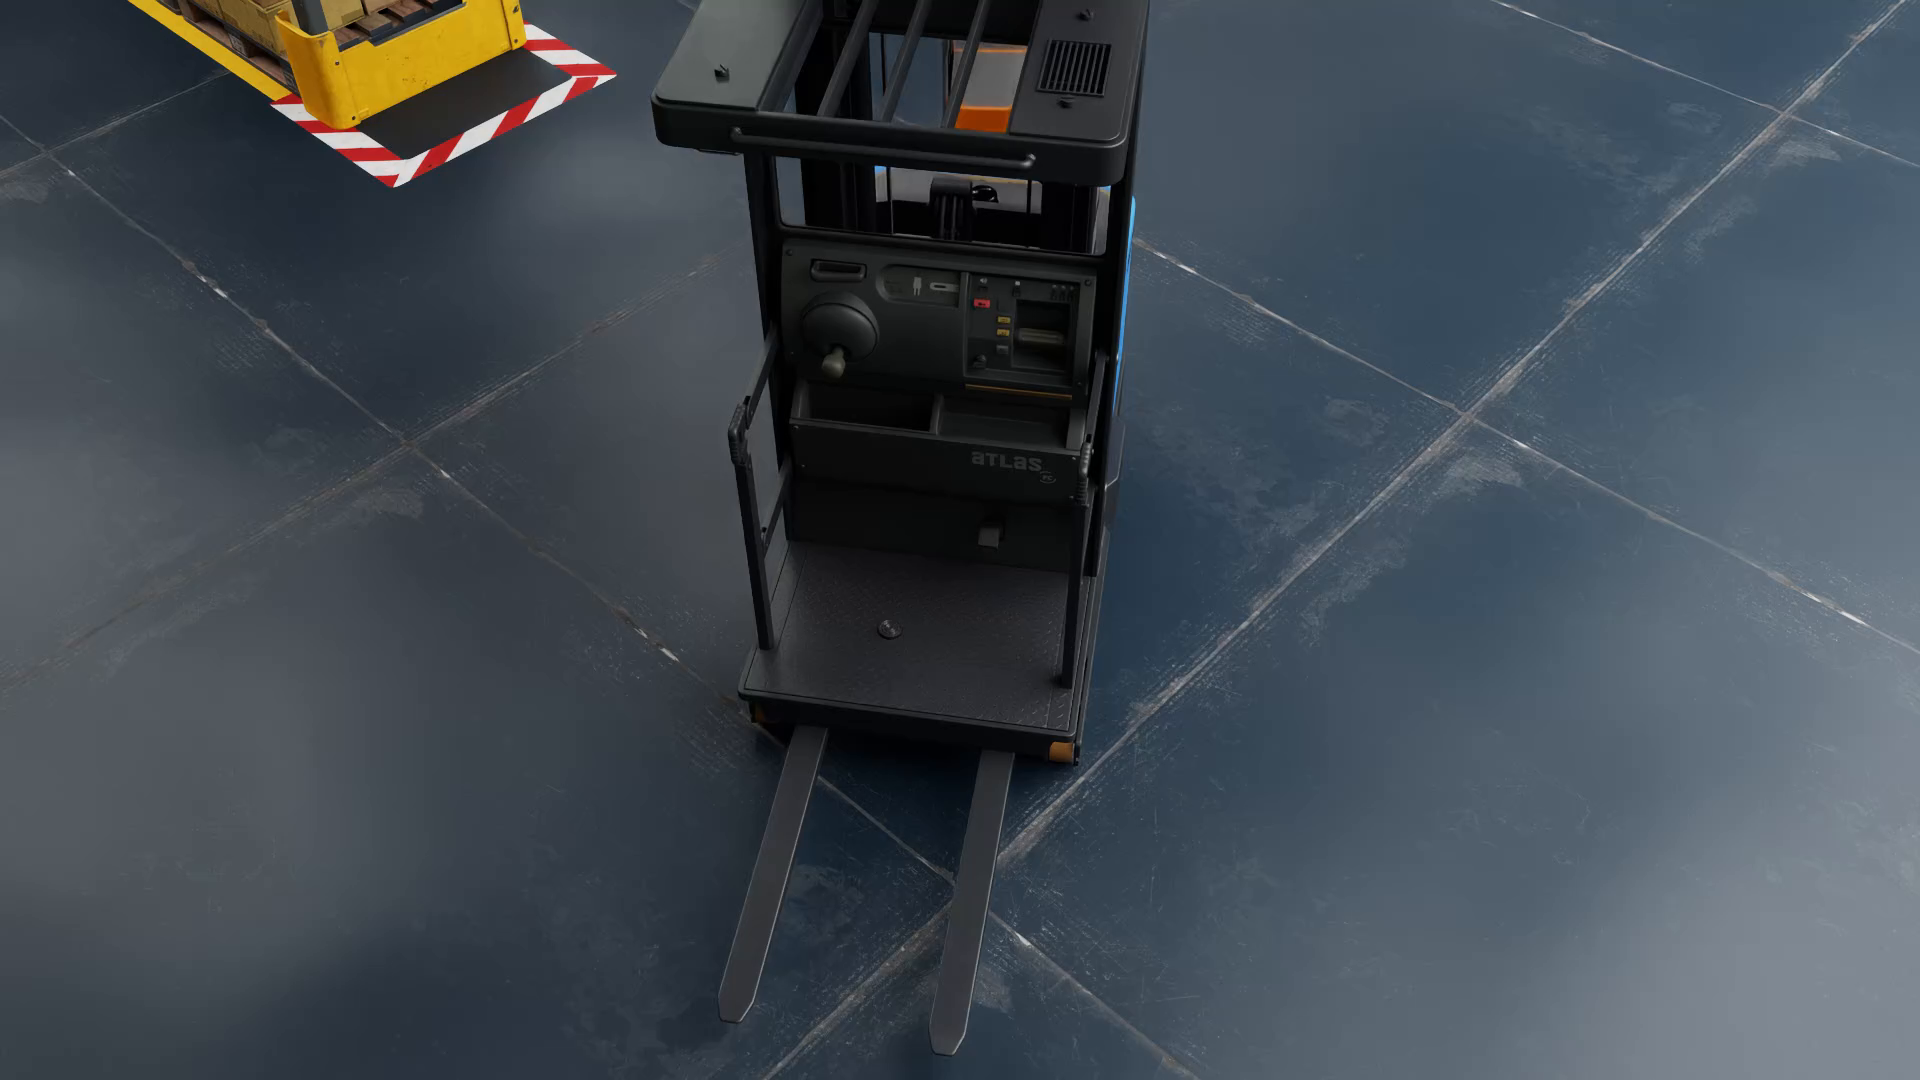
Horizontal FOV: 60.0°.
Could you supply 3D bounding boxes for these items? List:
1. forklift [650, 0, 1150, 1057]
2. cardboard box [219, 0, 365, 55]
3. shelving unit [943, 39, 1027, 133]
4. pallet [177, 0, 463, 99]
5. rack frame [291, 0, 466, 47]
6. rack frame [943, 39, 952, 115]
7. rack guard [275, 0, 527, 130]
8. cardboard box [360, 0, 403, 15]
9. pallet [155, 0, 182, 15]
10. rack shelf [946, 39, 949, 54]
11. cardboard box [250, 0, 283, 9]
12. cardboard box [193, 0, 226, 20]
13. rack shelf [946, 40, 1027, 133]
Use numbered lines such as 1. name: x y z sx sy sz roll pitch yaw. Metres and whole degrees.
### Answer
1. forklift: -0.102 -0.550 4.756 1.130 2.935 3.031 7 47 6
2. cardboard box: -3.374 -2.731 8.355 0.500 0.250 0.500 34 55 28
3. shelving unit: 0.199 -1.552 6.265 0.503 2.100 0.431 2 47 2
4. pallet: -3.370 -2.823 8.756 1.213 0.211 1.003 34 55 28
5. rack frame: -2.779 -3.422 7.405 0.127 3.000 1.000 34 55 28
6. rack frame: -0.045 -1.559 6.272 0.015 2.100 0.400 2 47 2
7. rack guard: -2.762 -2.554 8.305 0.348 0.500 1.175 34 55 28
8. cardboard box: -3.023 -3.009 8.615 0.500 0.250 0.500 34 55 28
9. pallet: -4.262 -3.426 9.322 1.213 0.211 1.003 34 55 28
10. rack shelf: 0.199 -2.020 5.763 0.480 0.518 0.431 2 47 2
11. cardboard box: -3.375 -2.987 8.080 0.500 0.500 0.500 34 55 28
12. cardboard box: -3.750 -2.972 8.581 0.500 0.250 0.500 34 55 28
13. rack shelf: 0.199 -1.543 6.275 0.480 0.518 0.431 2 47 2
